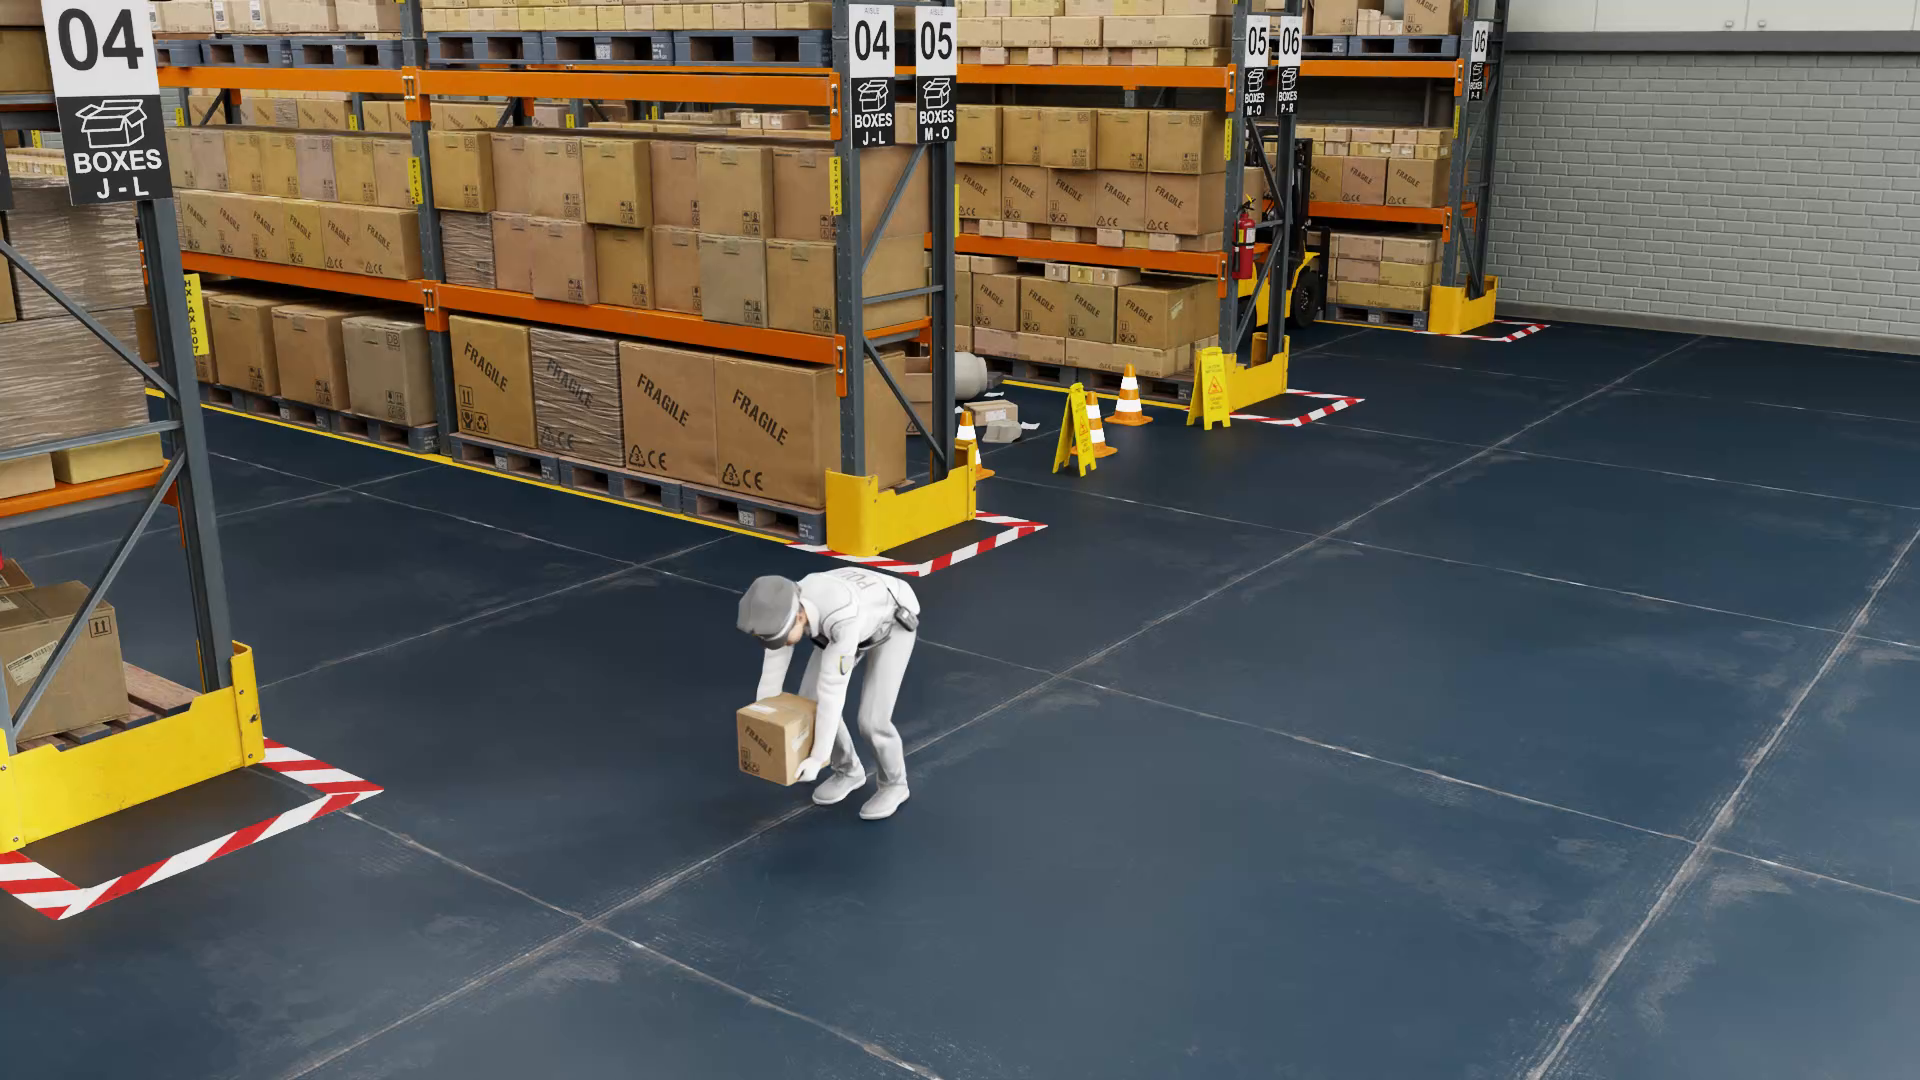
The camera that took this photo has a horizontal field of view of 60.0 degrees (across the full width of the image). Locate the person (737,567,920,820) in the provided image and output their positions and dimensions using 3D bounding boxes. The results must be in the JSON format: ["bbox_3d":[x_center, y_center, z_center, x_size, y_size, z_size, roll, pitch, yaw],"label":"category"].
[{"bbox_3d":[-0.514,0.592,6.540,0.449,1.106,0.919,11,20,32],"label":"person"}]
